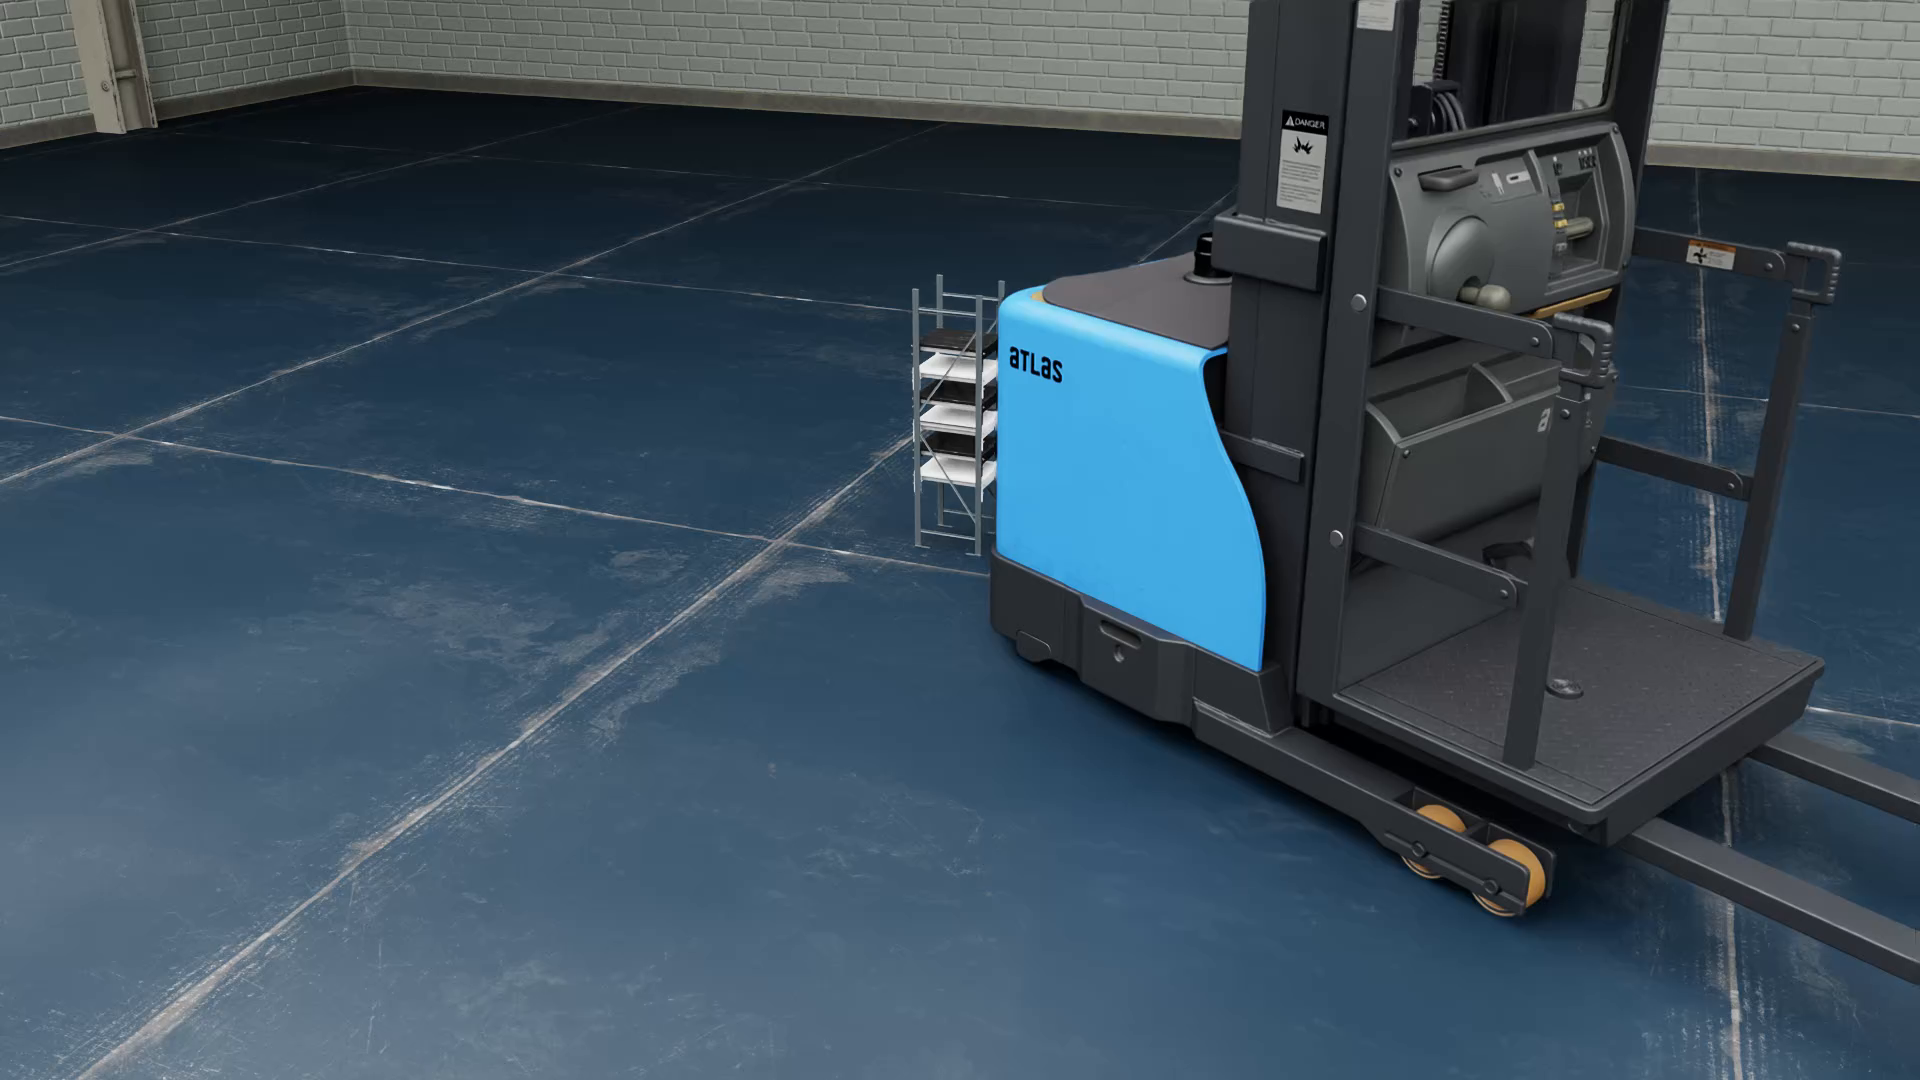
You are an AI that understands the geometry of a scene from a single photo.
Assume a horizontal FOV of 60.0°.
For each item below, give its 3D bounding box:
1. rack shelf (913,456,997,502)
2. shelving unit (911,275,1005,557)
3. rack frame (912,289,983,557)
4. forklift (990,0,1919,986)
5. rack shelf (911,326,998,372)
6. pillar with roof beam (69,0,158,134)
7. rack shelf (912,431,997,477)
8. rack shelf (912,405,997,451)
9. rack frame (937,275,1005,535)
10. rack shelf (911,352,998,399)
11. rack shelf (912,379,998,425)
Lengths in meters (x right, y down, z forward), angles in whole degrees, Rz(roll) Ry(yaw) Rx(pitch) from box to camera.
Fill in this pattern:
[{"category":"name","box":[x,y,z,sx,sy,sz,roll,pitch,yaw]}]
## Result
[{"category":"rack shelf","box":[-0.003,-0.215,5.652,0.258,0.077,0.200,9,24,20]},{"category":"shelving unit","box":[-0.003,-0.412,5.570,0.258,0.900,0.210,9,24,20]},{"category":"rack frame","box":[-0.041,-0.376,5.483,0.240,0.900,0.006,9,24,20]},{"category":"forklift","box":[1.425,-0.729,3.693,1.130,2.935,3.031,-18,29,-37]},{"category":"rack shelf","box":[-0.003,-0.631,5.478,0.258,0.077,0.200,9,24,20]},{"category":"pillar with roof beam","box":[-3.054,-7.011,10.861,9.100,9.000,0.400,9,24,20]},{"category":"rack shelf","box":[-0.003,-0.299,5.617,0.258,0.077,0.200,9,24,20]},{"category":"rack shelf","box":[-0.003,-0.382,5.582,0.258,0.077,0.200,9,24,20]},{"category":"rack frame","box":[0.035,-0.449,5.657,0.240,0.900,0.006,9,24,20]},{"category":"rack shelf","box":[-0.003,-0.548,5.513,0.258,0.077,0.200,9,24,20]},{"category":"rack shelf","box":[-0.003,-0.465,5.548,0.258,0.077,0.200,9,24,20]}]
